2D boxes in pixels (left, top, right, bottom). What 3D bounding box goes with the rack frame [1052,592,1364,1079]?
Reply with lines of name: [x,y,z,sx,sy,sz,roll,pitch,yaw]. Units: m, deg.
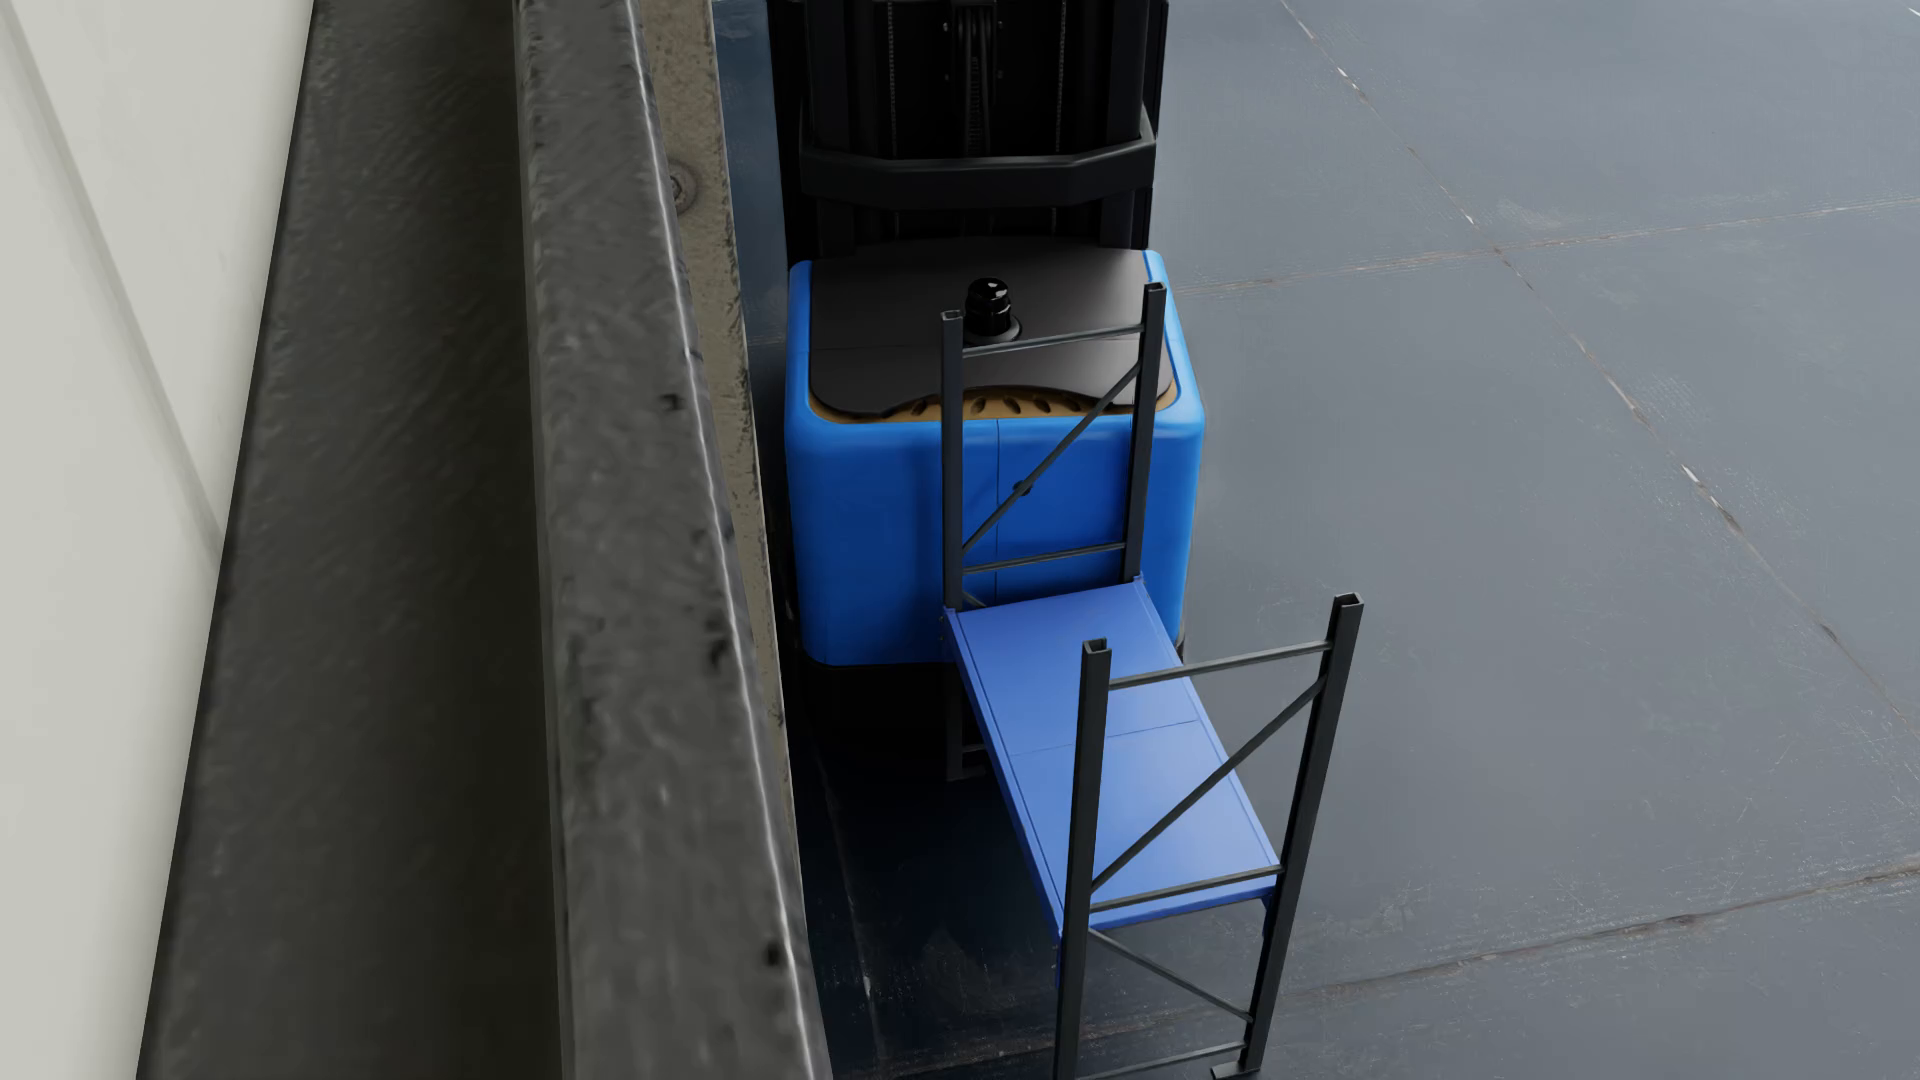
rack frame: [0.452,0.701,3.331,0.500,1.500,0.032,-9,42,-11]

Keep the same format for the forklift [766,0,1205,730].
forklift: [0.007,-1.540,4.777,1.130,2.935,3.031,-2,42,-2]

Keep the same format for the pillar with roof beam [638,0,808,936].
pillar with roof beam: [3.726,-2.694,1.507,9.100,9.000,0.400,-8,42,-9]

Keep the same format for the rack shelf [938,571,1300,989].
rack shelf: [0.328,0.508,3.819,0.538,0.185,1.000,-9,42,-11]

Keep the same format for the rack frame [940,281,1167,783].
rack frame: [0.204,0.046,4.068,0.500,1.500,0.032,-9,42,-11]

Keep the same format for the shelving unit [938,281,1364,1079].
shelving unit: [0.328,0.374,3.699,0.538,1.500,1.048,-9,42,-11]
